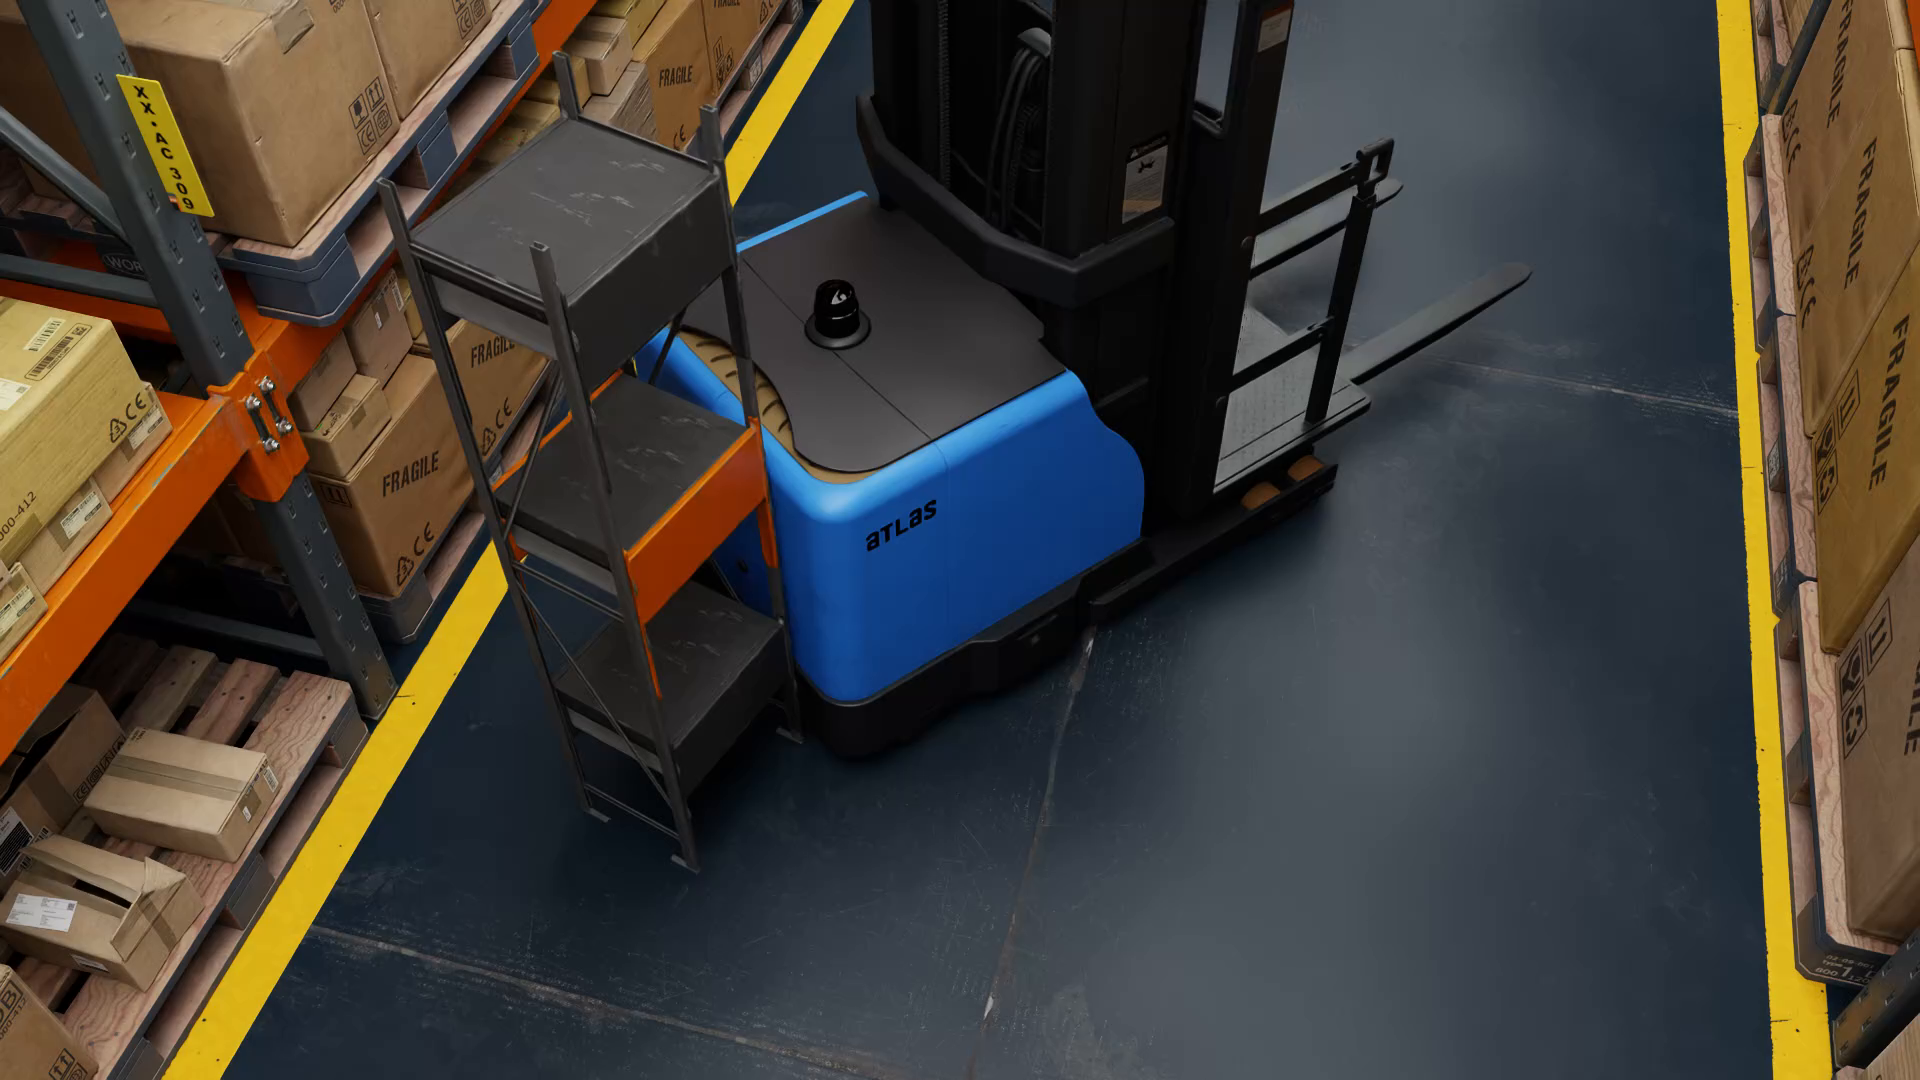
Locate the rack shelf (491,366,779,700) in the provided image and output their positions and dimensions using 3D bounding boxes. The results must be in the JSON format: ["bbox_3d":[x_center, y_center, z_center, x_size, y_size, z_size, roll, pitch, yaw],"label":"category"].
[{"bbox_3d":[-0.753,-0.030,3.891,0.431,0.518,0.480,24,53,21],"label":"rack shelf"}]

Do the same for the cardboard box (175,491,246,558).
[{"bbox_3d":[-2.294,-0.336,4.933,0.500,0.500,0.500,11,50,10],"label":"cardboard box"}]

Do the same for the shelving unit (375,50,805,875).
[{"bbox_3d":[-0.753,-0.039,3.880,0.431,2.100,0.503,24,53,21],"label":"shelving unit"}]

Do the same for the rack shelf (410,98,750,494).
[{"bbox_3d":[-0.760,-0.496,3.368,0.431,0.518,0.480,24,53,21],"label":"rack shelf"}]

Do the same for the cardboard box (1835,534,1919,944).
[{"bbox_3d":[2.738,0.466,3.975,0.875,0.875,0.875,13,50,11],"label":"cardboard box"}]

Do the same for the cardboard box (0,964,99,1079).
[{"bbox_3d":[-2.402,1.186,3.590,0.700,0.500,0.500,10,49,9],"label":"cardboard box"}]

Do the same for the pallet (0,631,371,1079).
[{"bbox_3d":[-2.319,0.809,4.395,1.003,0.211,1.213,12,50,10],"label":"pallet"}]

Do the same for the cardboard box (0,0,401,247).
[{"bbox_3d":[-1.794,-1.088,3.863,0.700,0.500,0.500,13,50,11],"label":"cardboard box"}]

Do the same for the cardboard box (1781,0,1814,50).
[{"bbox_3d":[3.863,-2.203,6.666,0.950,0.372,0.625,9,49,7],"label":"cardboard box"}]

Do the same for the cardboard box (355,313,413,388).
[{"bbox_3d":[-1.788,-0.560,4.698,0.380,0.149,0.250,10,49,9],"label":"cardboard box"}]

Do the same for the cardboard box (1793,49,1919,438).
[{"bbox_3d":[3.204,-0.835,5.124,0.875,0.875,0.875,12,50,10],"label":"cardboard box"}]

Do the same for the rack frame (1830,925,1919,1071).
[{"bbox_3d":[2.652,0.366,2.926,1.000,3.000,0.127,12,50,10],"label":"rack frame"}]

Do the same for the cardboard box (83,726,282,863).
[{"bbox_3d":[-2.001,0.655,4.293,0.380,0.149,0.250,10,49,9],"label":"cardboard box"}]

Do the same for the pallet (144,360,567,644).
[{"bbox_3d":[-1.960,-0.284,5.360,1.003,0.211,1.213,12,50,10],"label":"pallet"}]

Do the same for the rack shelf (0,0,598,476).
[{"bbox_3d":[-1.611,-1.819,5.335,1.077,0.370,4.000,12,50,10],"label":"rack shelf"}]

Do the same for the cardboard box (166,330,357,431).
[{"bbox_3d":[-1.845,-0.454,4.406,0.380,0.149,0.250,11,49,9],"label":"cardboard box"}]

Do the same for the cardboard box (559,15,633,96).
[{"bbox_3d":[-1.347,-1.669,5.677,0.380,0.149,0.250,9,49,8],"label":"cardboard box"}]

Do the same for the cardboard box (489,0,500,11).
[{"bbox_3d":[-1.402,-1.634,4.501,0.396,0.266,0.258,14,50,12],"label":"cardboard box"}]

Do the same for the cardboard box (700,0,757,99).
[{"bbox_3d":[-1.131,-2.107,6.496,0.500,0.500,0.500,11,49,9],"label":"cardboard box"}]

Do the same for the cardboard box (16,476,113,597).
[{"bbox_3d":[-2.025,-0.054,3.465,0.380,0.149,0.250,13,50,11],"label":"cardboard box"}]

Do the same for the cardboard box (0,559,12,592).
[{"bbox_3d":[-2.154,0.122,3.043,0.500,0.250,0.500,12,50,10],"label":"cardboard box"}]

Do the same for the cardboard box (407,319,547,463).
[{"bbox_3d":[-1.663,-0.615,5.179,0.500,0.500,0.500,11,49,10],"label":"cardboard box"}]

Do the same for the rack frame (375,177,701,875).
[{"bbox_3d":[-0.880,0.118,3.742,0.400,2.100,0.015,24,53,21],"label":"rack frame"}]

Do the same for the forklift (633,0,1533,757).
[{"bbox_3d":[0.581,-1.281,4.426,3.031,2.935,1.130,-29,55,-23],"label":"forklift"}]

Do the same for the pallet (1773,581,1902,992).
[{"bbox_3d":[2.782,0.716,4.477,1.003,0.211,1.213,12,50,10],"label":"pallet"}]

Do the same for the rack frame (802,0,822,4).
[{"bbox_3d":[-1.085,-3.504,6.342,1.000,3.000,0.127,12,50,10],"label":"rack frame"}]

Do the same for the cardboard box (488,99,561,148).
[{"bbox_3d":[-1.503,-1.301,5.352,0.380,0.149,0.250,13,50,11],"label":"cardboard box"}]

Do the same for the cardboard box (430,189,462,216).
[{"bbox_3d":[-1.673,-0.948,5.041,0.380,0.149,0.250,11,49,9],"label":"cardboard box"}]

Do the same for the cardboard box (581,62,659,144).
[{"bbox_3d":[-1.384,-1.349,5.827,0.500,0.500,0.500,10,49,9],"label":"cardboard box"}]

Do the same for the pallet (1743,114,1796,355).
[{"bbox_3d":[3.425,-1.049,6.035,1.003,0.211,1.213,12,50,10],"label":"pallet"}]

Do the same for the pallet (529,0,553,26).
[{"bbox_3d":[-1.592,-2.033,5.171,1.003,0.211,1.213,12,50,10],"label":"pallet"}]

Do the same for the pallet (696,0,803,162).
[{"bbox_3d":[-1.318,-2.048,6.917,1.003,0.211,1.213,12,50,10],"label":"pallet"}]

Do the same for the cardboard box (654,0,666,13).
[{"bbox_3d":[-1.238,-2.056,6.018,0.380,0.149,0.250,13,50,11],"label":"cardboard box"}]
